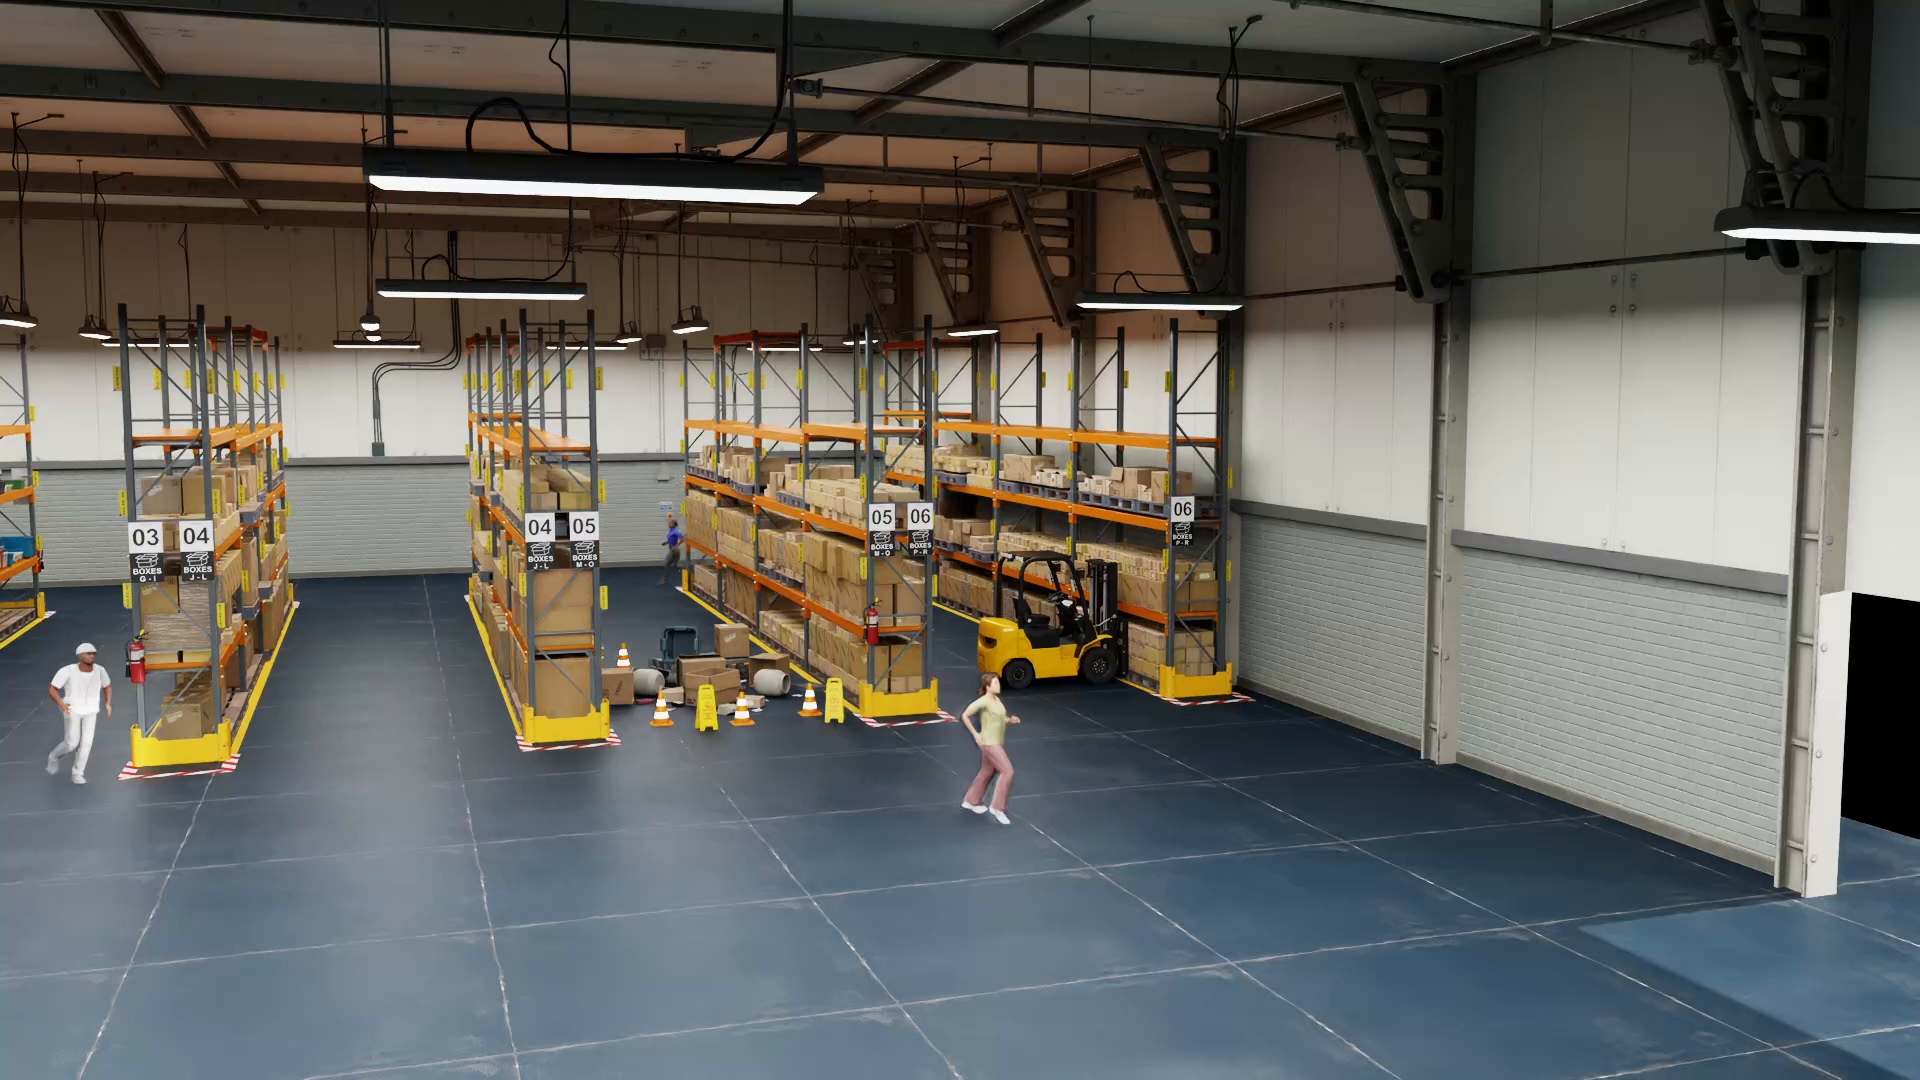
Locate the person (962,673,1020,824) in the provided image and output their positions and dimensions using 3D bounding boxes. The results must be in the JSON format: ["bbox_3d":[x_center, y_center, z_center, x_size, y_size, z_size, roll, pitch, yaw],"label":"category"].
[{"bbox_3d":[0.347,2.372,19.003,0.723,1.721,0.543,2,6,20],"label":"person"}]

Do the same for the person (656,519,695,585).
[{"bbox_3d":[-7.054,0.305,41.181,0.958,1.630,0.616,-1,6,-13],"label":"person"}]

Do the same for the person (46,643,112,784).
[{"bbox_3d":[-11.071,2.157,20.996,0.724,1.722,0.750,4,7,39],"label":"person"}]
